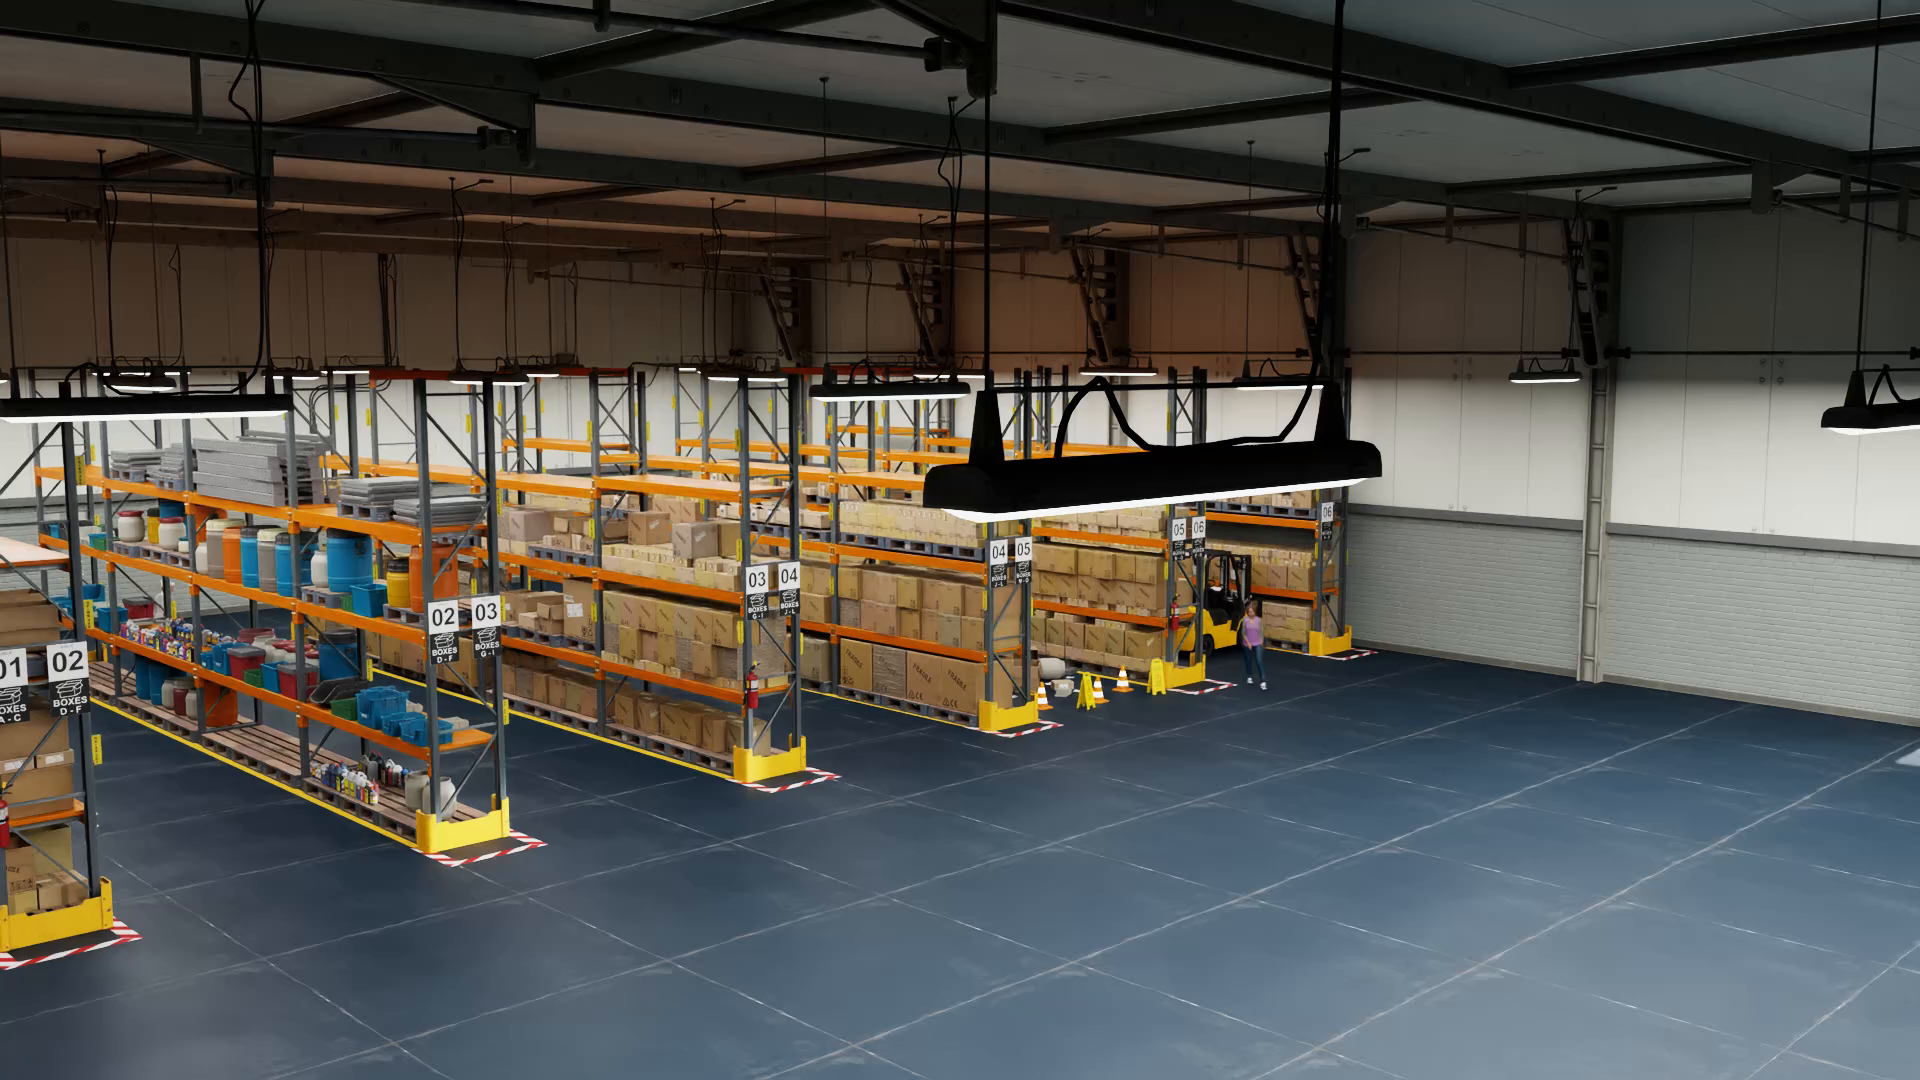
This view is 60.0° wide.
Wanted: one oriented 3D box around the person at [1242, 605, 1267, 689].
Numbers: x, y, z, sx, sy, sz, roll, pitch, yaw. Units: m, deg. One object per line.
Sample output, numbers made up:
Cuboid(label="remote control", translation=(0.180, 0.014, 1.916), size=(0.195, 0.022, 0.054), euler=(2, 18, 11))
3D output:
Cuboid(label="person", translation=(5.618, 2.001, 31.550), size=(0.521, 1.556, 0.699), euler=(2, 7, 21))

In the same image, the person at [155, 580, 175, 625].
Cuboid(label="person", translation=(-16.006, 1.666, 33.558), size=(0.532, 1.764, 0.860), euler=(2, 7, 16))
